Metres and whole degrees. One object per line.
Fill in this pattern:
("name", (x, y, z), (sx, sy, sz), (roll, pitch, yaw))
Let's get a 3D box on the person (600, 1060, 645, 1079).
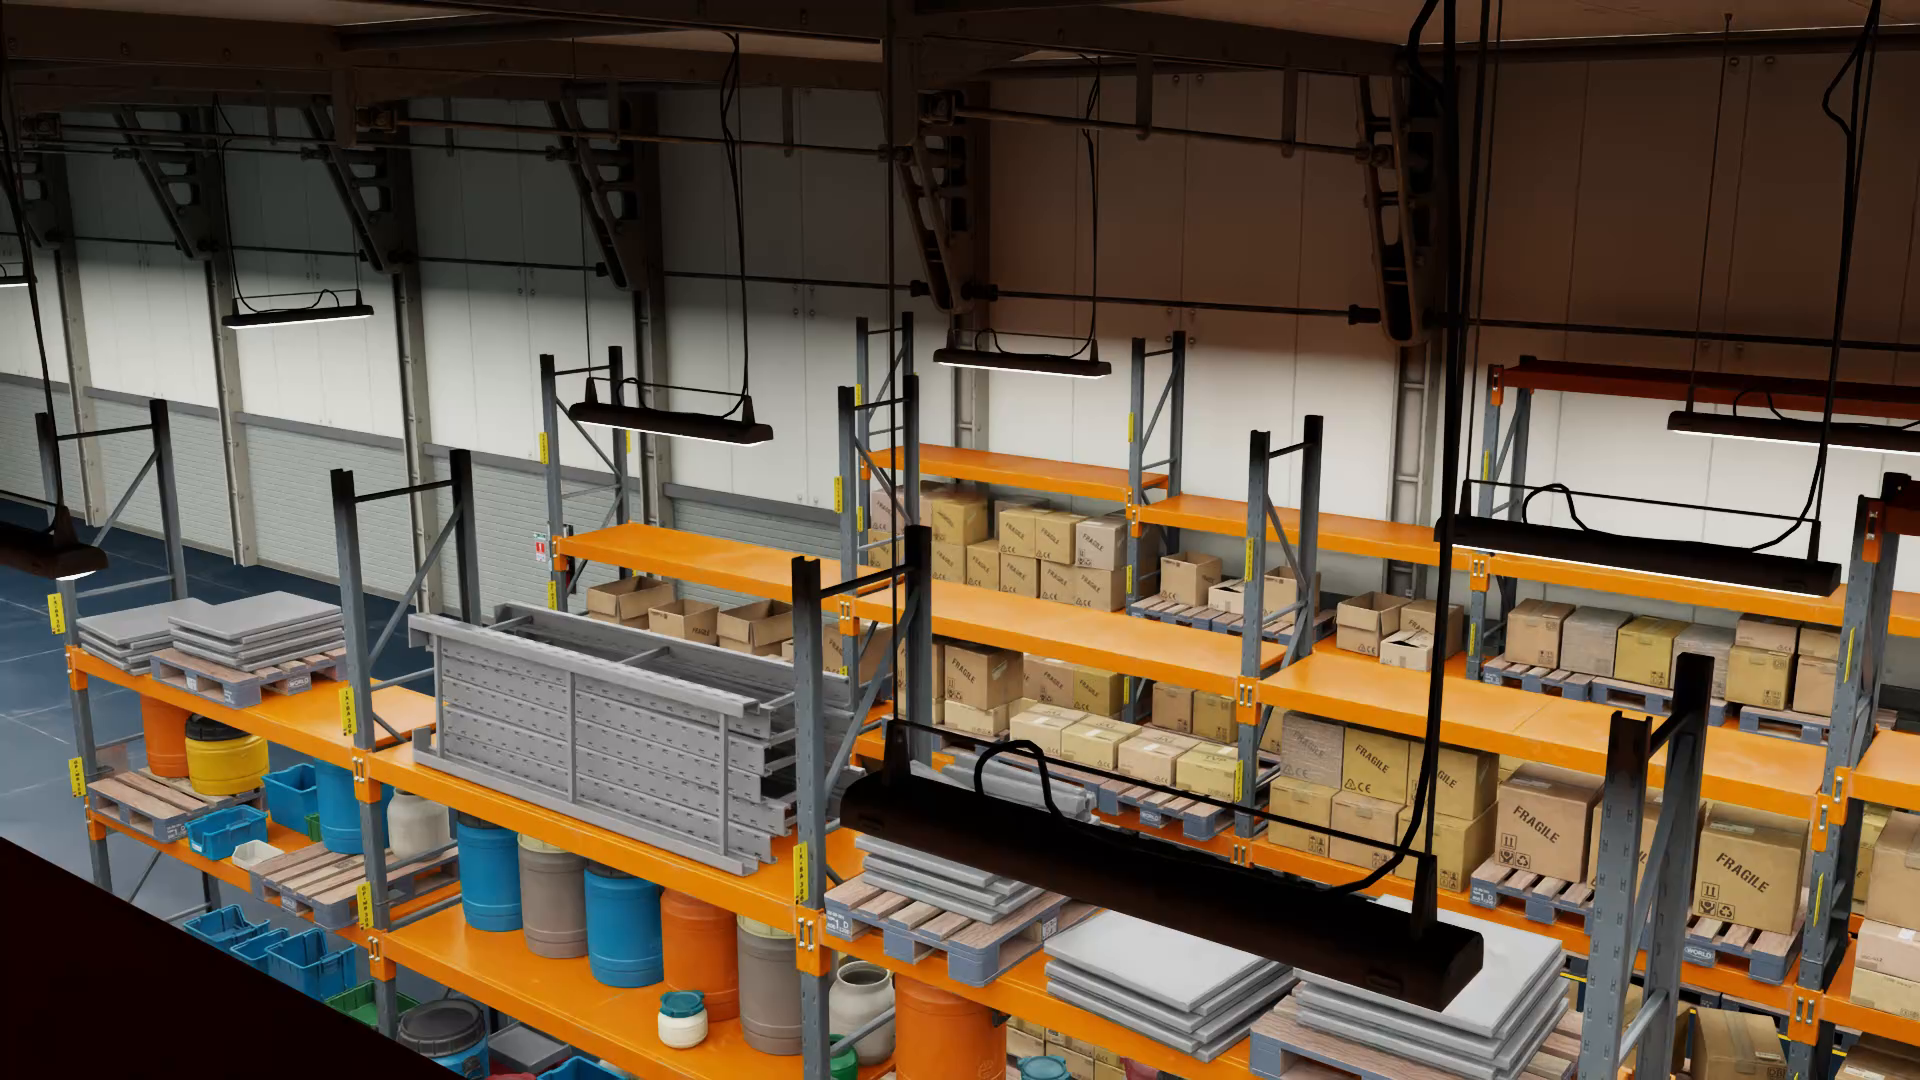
("person", (-2.362, 4.400, 12.473), (0.656, 1.700, 1.120), (5, 14, 19))
